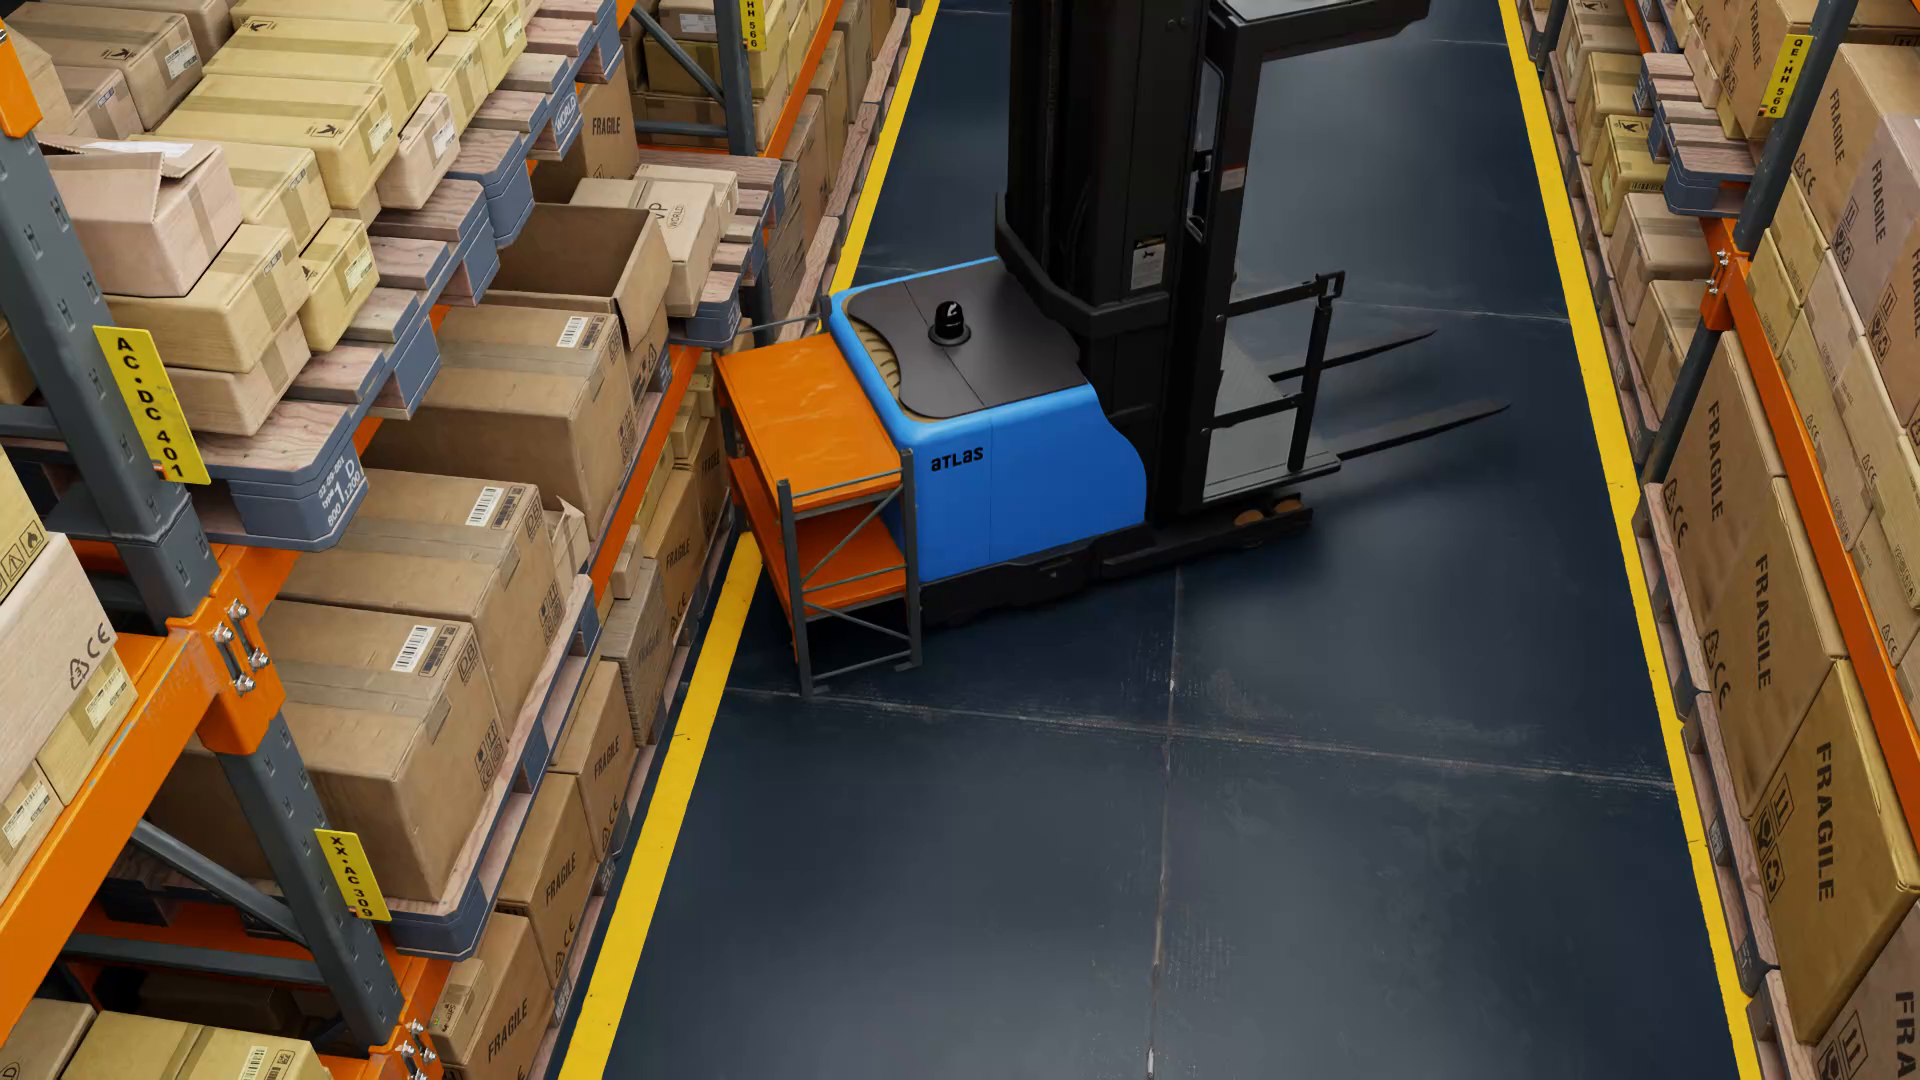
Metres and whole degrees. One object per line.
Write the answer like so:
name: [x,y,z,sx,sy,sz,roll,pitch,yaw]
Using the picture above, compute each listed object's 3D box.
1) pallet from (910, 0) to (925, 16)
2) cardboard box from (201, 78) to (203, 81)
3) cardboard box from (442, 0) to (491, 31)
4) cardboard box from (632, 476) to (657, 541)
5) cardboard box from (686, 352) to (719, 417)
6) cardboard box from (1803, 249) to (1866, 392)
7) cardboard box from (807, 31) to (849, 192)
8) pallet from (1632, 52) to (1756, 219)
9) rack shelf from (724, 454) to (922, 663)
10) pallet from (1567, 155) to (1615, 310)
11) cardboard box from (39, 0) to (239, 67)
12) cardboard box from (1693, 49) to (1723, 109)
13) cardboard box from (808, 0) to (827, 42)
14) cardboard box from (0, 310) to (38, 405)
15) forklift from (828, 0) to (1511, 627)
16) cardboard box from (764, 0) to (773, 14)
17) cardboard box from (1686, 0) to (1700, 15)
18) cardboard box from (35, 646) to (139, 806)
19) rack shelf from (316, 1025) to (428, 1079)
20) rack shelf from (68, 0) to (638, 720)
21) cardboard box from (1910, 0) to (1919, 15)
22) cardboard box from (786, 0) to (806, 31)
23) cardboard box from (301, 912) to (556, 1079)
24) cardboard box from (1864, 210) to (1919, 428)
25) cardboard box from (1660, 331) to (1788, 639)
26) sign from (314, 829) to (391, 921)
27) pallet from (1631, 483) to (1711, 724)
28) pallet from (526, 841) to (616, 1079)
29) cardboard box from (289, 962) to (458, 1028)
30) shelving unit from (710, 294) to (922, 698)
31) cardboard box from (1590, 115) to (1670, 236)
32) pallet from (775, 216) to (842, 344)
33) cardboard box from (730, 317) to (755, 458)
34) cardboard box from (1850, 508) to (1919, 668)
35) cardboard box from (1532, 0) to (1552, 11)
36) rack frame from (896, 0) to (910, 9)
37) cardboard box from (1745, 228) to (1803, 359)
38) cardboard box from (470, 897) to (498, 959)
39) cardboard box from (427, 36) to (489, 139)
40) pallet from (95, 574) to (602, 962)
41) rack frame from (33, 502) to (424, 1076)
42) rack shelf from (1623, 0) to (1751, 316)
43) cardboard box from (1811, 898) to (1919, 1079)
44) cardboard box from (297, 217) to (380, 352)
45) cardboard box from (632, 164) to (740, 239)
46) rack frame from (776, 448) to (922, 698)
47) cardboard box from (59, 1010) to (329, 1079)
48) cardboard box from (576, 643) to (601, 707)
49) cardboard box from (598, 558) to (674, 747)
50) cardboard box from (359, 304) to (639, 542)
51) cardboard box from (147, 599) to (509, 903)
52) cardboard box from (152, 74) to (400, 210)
pallet: [-0.677,-3.964,11.305,1.003,0.211,1.213,5,44,6]
cardboard box: [-1.828,-1.098,3.873,0.380,0.149,0.250,4,44,4]
cardboard box: [-1.305,-1.329,3.901,0.380,0.149,0.250,6,44,6]
cardboard box: [-1.363,-0.123,6.261,0.380,0.149,0.250,5,44,5]
cardboard box: [-1.172,-0.644,6.812,0.380,0.149,0.250,3,44,3]
cardboard box: [3.187,-0.716,5.592,0.500,0.250,0.500,6,44,7]
cardboard box: [-1.089,-2.331,8.975,0.875,0.625,0.625,4,44,4]
pallet: [3.556,-1.690,7.014,1.213,0.211,1.003,5,44,6]
rack shelf: [-0.570,-0.002,6.796,0.538,0.278,1.000,-15,45,-14]
pallet: [3.836,-1.613,8.822,1.003,0.211,1.213,5,44,6]
cardboard box: [-1.817,-1.198,3.763,0.380,0.149,0.250,4,44,4]
cardboard box: [3.331,-1.935,7.011,0.380,0.149,0.250,5,44,5]
cardboard box: [-0.919,-2.632,7.980,0.500,0.250,0.500,4,44,4]
cardboard box: [-1.910,-0.386,3.121,0.380,0.149,0.250,5,44,5]
forklift: [0.995,-1.354,6.571,3.031,2.935,1.130,-15,46,-16]
cardboard box: [-0.985,-2.357,7.035,0.380,0.149,0.250,6,44,6]
cardboard box: [3.475,-2.593,7.235,0.500,0.500,0.500,3,43,3]
cardboard box: [-1.636,0.287,2.788,0.380,0.149,0.250,5,44,5]
rack shelf: [-2.146,2.638,2.828,1.077,0.370,4.000,5,44,6]
rack shelf: [-1.617,-1.177,4.676,1.077,0.370,4.000,5,44,6]
cardboard box: [3.857,-1.846,6.446,0.500,0.500,0.500,4,44,4]
cardboard box: [-0.985,-2.461,7.435,0.500,0.250,0.500,7,44,7]
cardboard box: [-1.595,1.459,5.062,0.500,0.500,0.500,7,44,7]
cardboard box: [3.121,-0.659,4.987,0.500,0.500,0.500,6,44,7]
cardboard box: [3.394,-0.182,6.522,0.875,0.875,0.875,5,44,5]
sign: [-1.343,0.743,3.676,0.100,0.325,0.005,5,44,6]
pallet: [3.389,0.279,6.824,1.003,0.211,1.213,5,44,6]
pallet: [-1.812,1.468,5.568,1.003,0.211,1.213,5,44,6]
cardboard box: [-1.630,1.199,4.648,0.380,0.149,0.250,5,44,5]
shelving unit: [-0.573,-0.179,6.627,0.538,1.125,1.048,-15,45,-14]
cardboard box: [3.848,-1.866,8.667,0.950,0.372,0.625,7,44,7]
pallet: [-1.205,-1.258,8.447,1.003,0.211,1.213,5,44,6]
cardboard box: [-1.196,-0.650,7.289,0.500,0.500,0.500,6,44,7]
cardboard box: [3.066,0.146,5.045,0.500,0.250,0.500,5,44,6]
cardboard box: [3.908,-3.571,10.557,0.500,0.250,0.500,7,44,7]
rack frame: [-0.824,-4.439,9.778,1.000,3.000,0.127,5,44,6]
cardboard box: [3.254,-0.899,6.149,0.500,0.250,0.500,5,44,5]
cardboard box: [-1.610,1.117,4.952,0.380,0.149,0.250,4,44,4]
cardboard box: [-1.315,-1.037,3.809,0.380,0.149,0.250,5,44,5]
pallet: [-1.668,0.549,4.651,1.003,0.211,1.213,5,44,6]
rack frame: [-1.882,1.014,4.020,1.000,3.000,0.127,5,44,6]
rack shelf: [3.832,-2.366,8.112,1.077,0.370,4.000,5,44,6]
cardboard box: [3.042,1.651,4.586,0.875,0.875,0.875,6,44,7]
cardboard box: [-1.379,-0.514,3.256,0.380,0.149,0.250,6,44,6]
cardboard box: [-1.059,-1.291,6.332,0.380,0.149,0.250,6,44,6]
rack frame: [-0.399,0.149,6.280,0.500,1.125,0.032,-15,45,-14]
cardboard box: [-1.707,1.329,3.579,0.500,0.250,0.500,6,44,7]
cardboard box: [-1.460,0.417,5.691,0.380,0.149,0.250,7,44,7]
cardboard box: [-1.389,0.403,6.177,0.500,0.500,0.500,4,44,4]
cardboard box: [-1.424,-0.372,5.106,0.700,0.500,0.500,5,44,5]
cardboard box: [-1.596,0.515,4.168,0.700,0.500,0.500,6,44,7]
cardboard box: [-1.367,-0.802,3.344,0.380,0.149,0.250,5,44,5]
